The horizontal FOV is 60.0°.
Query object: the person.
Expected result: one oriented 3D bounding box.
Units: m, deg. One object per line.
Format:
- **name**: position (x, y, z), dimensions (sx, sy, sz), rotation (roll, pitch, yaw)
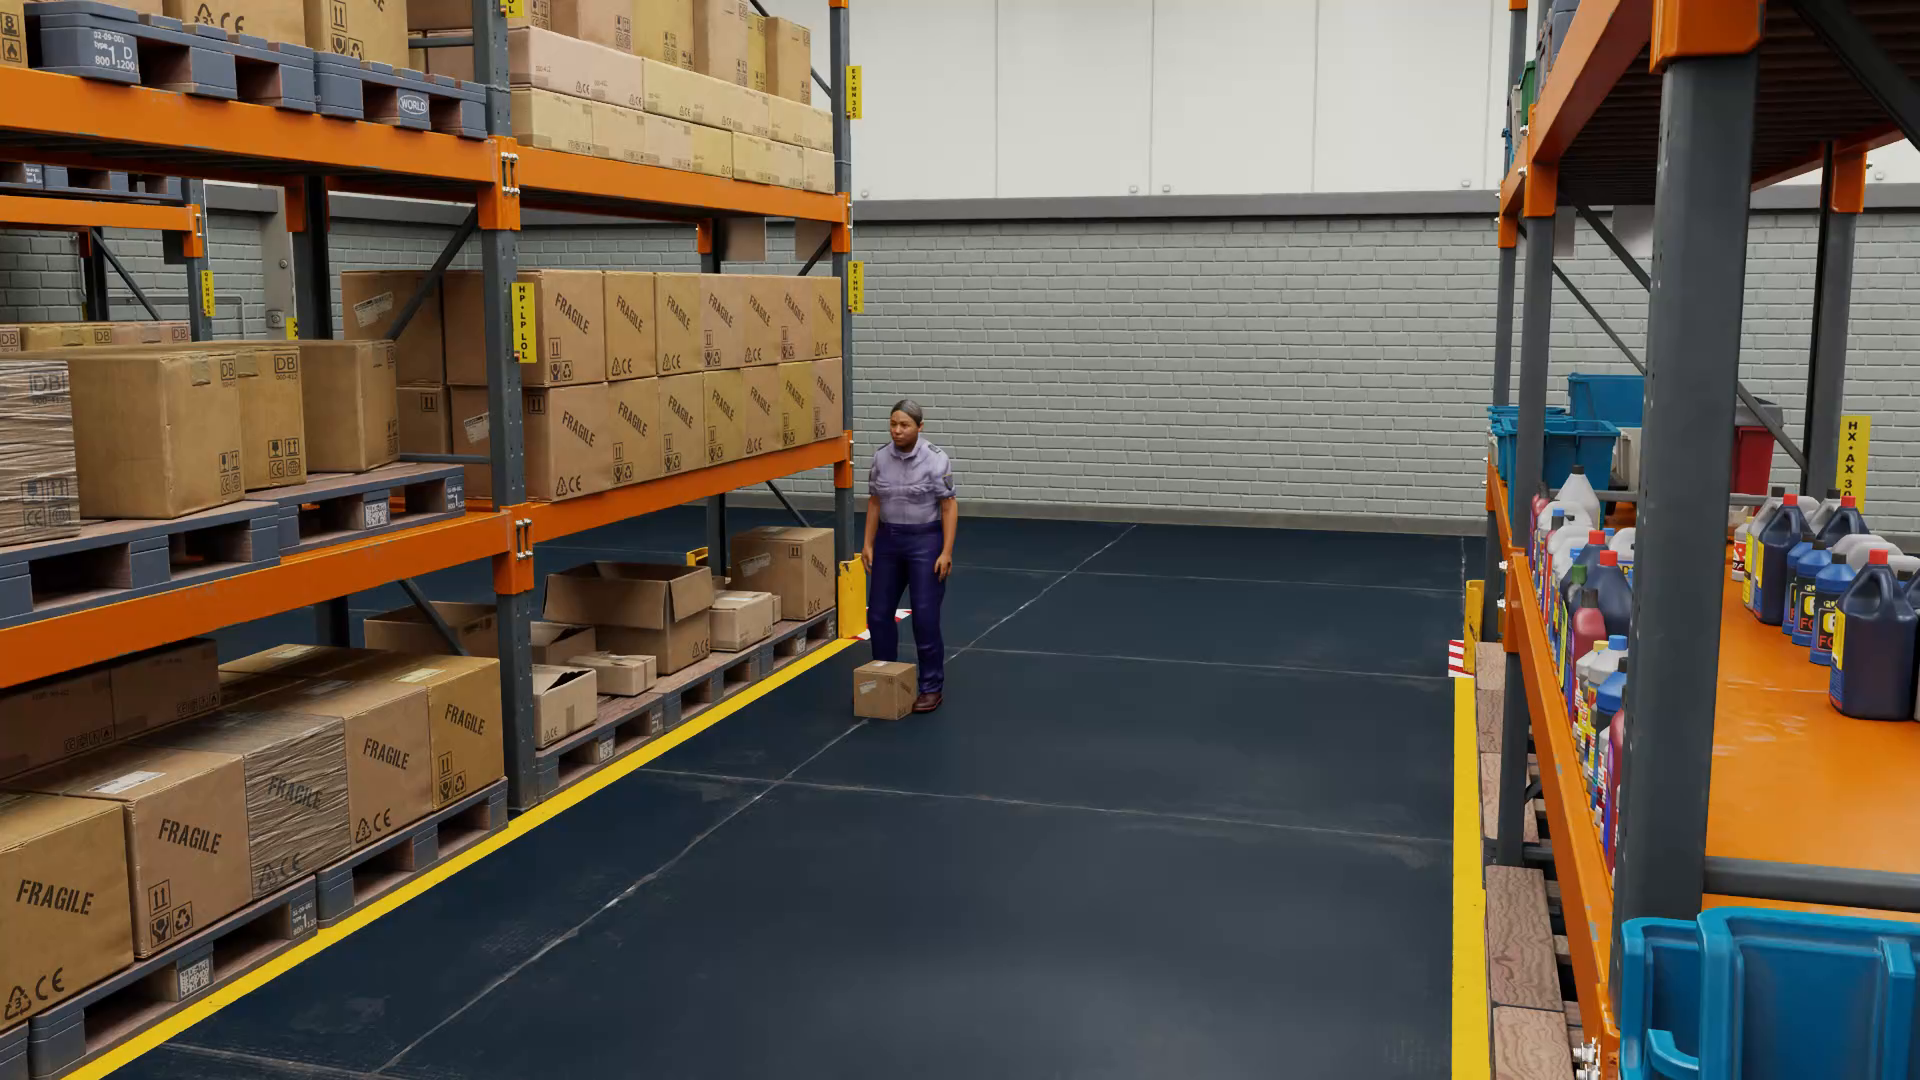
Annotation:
- **person**: position (-0.288, 0.072, 8.880), dimensions (0.562, 1.653, 0.330), rotation (4, 9, 26)
